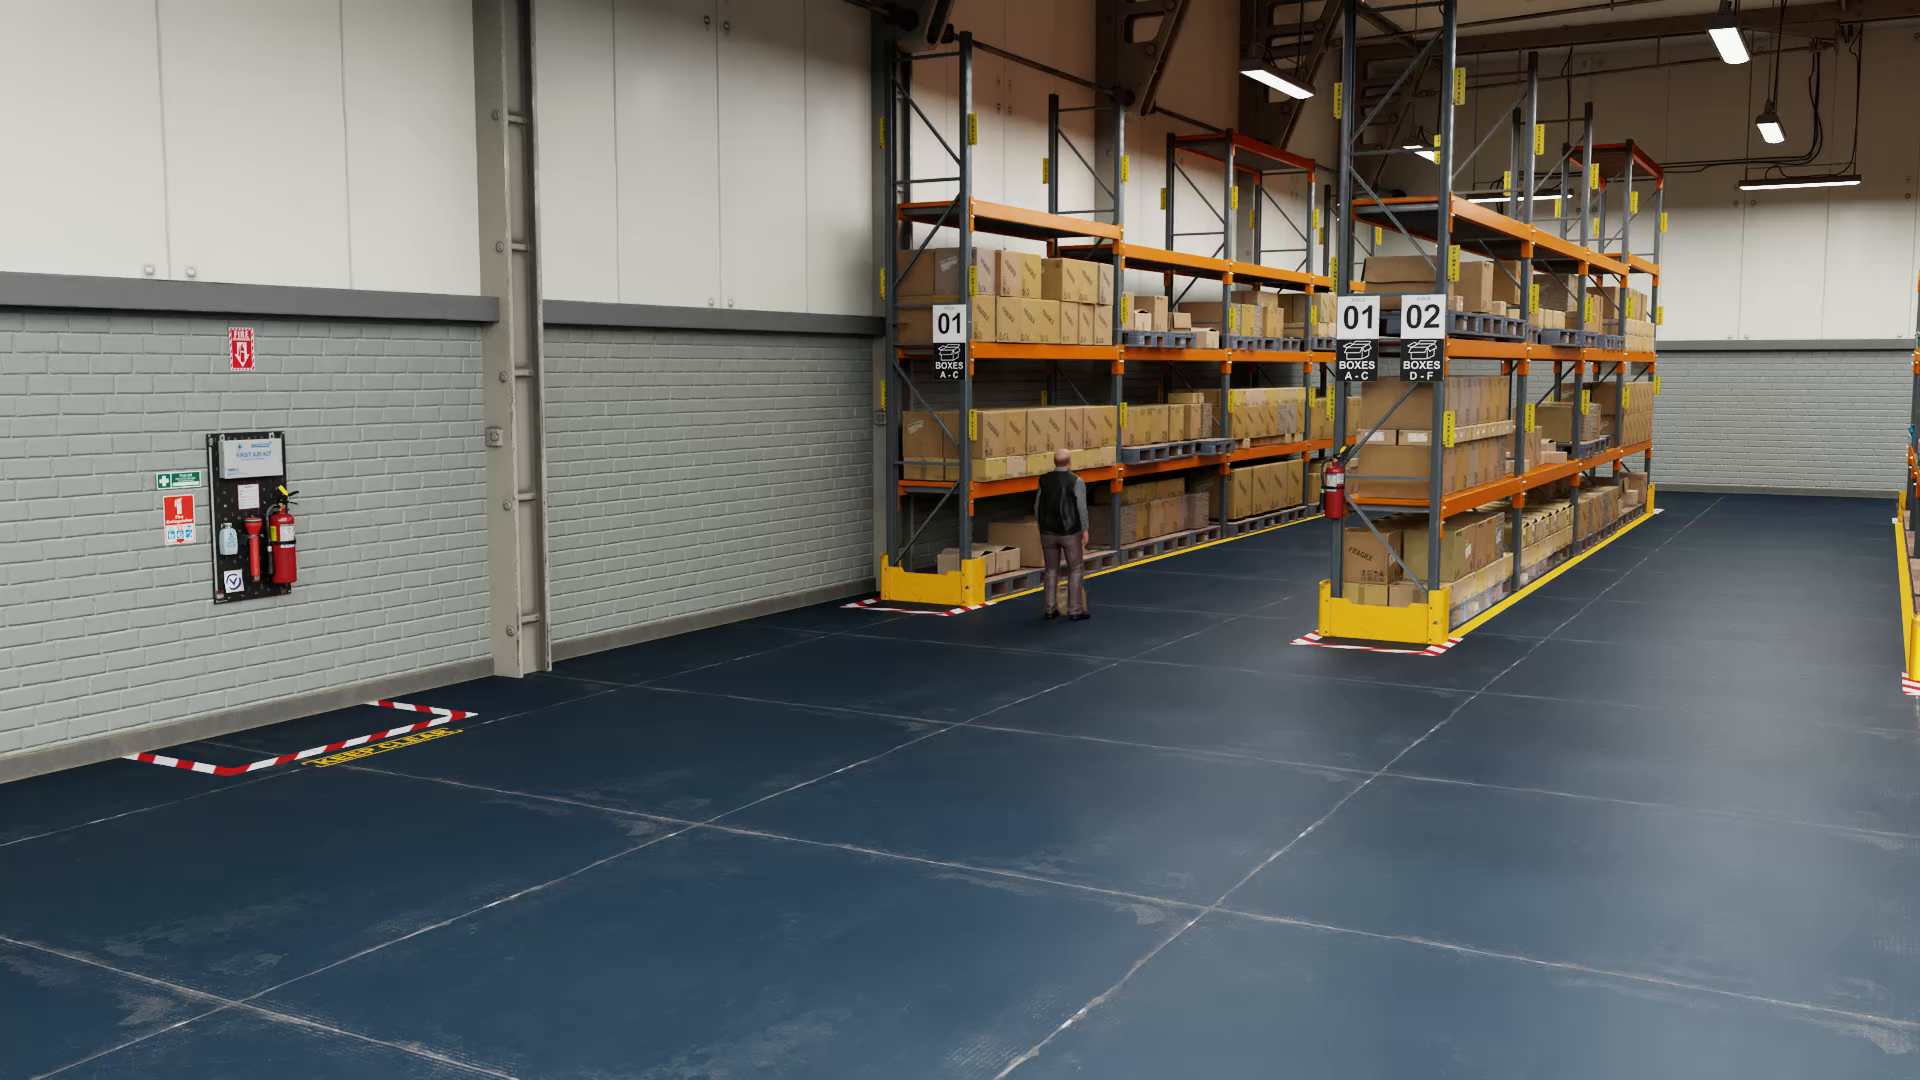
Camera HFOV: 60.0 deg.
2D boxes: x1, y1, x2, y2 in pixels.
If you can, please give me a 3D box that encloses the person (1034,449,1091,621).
[{"bbox_3d":[1.021,-0.059,16.815,0.570,1.721,0.419,3,7,27],"label":"person"}]
